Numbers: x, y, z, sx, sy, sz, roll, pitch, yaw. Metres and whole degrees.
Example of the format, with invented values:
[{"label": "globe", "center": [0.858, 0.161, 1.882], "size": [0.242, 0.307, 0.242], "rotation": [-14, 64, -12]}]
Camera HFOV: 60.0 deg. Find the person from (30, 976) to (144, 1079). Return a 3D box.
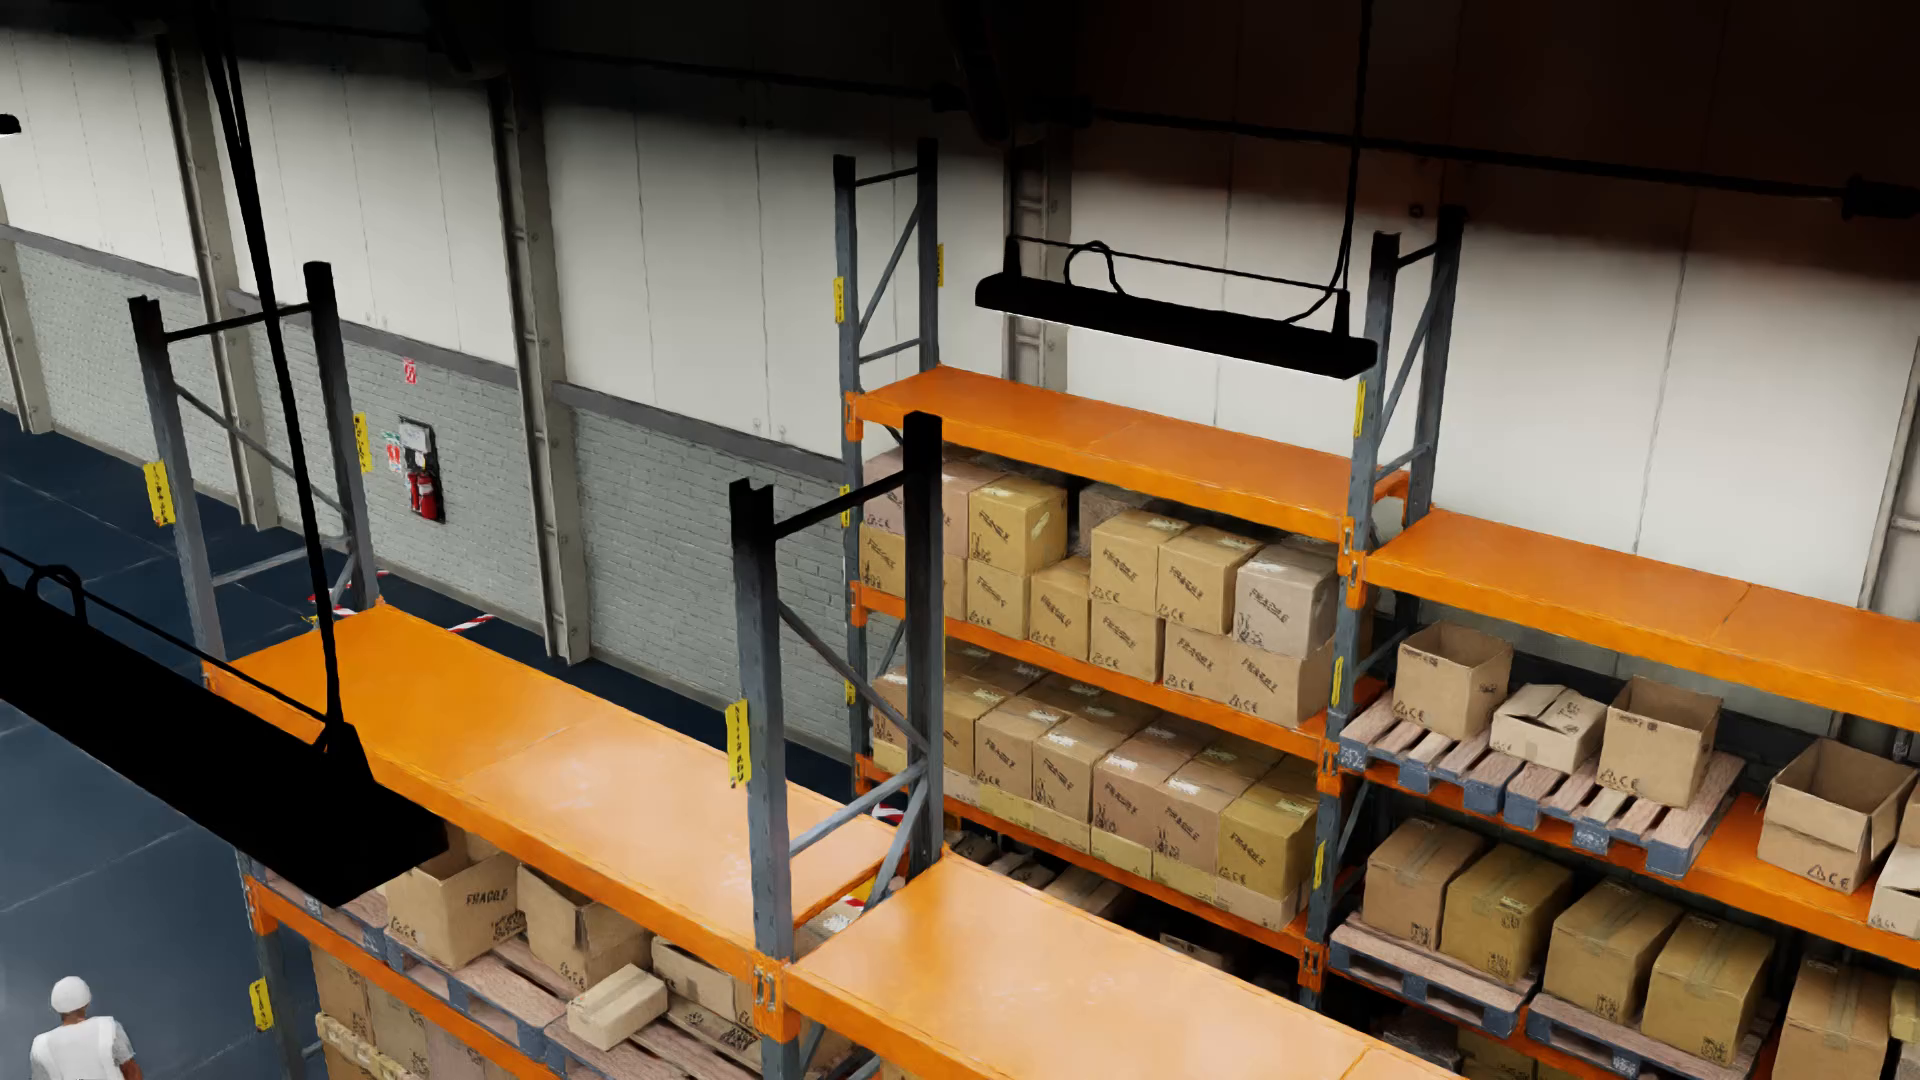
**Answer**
[{"label": "person", "center": [-5.284, 3.436, 10.183], "size": [0.610, 1.739, 0.963], "rotation": [-12, 25, -26]}]
